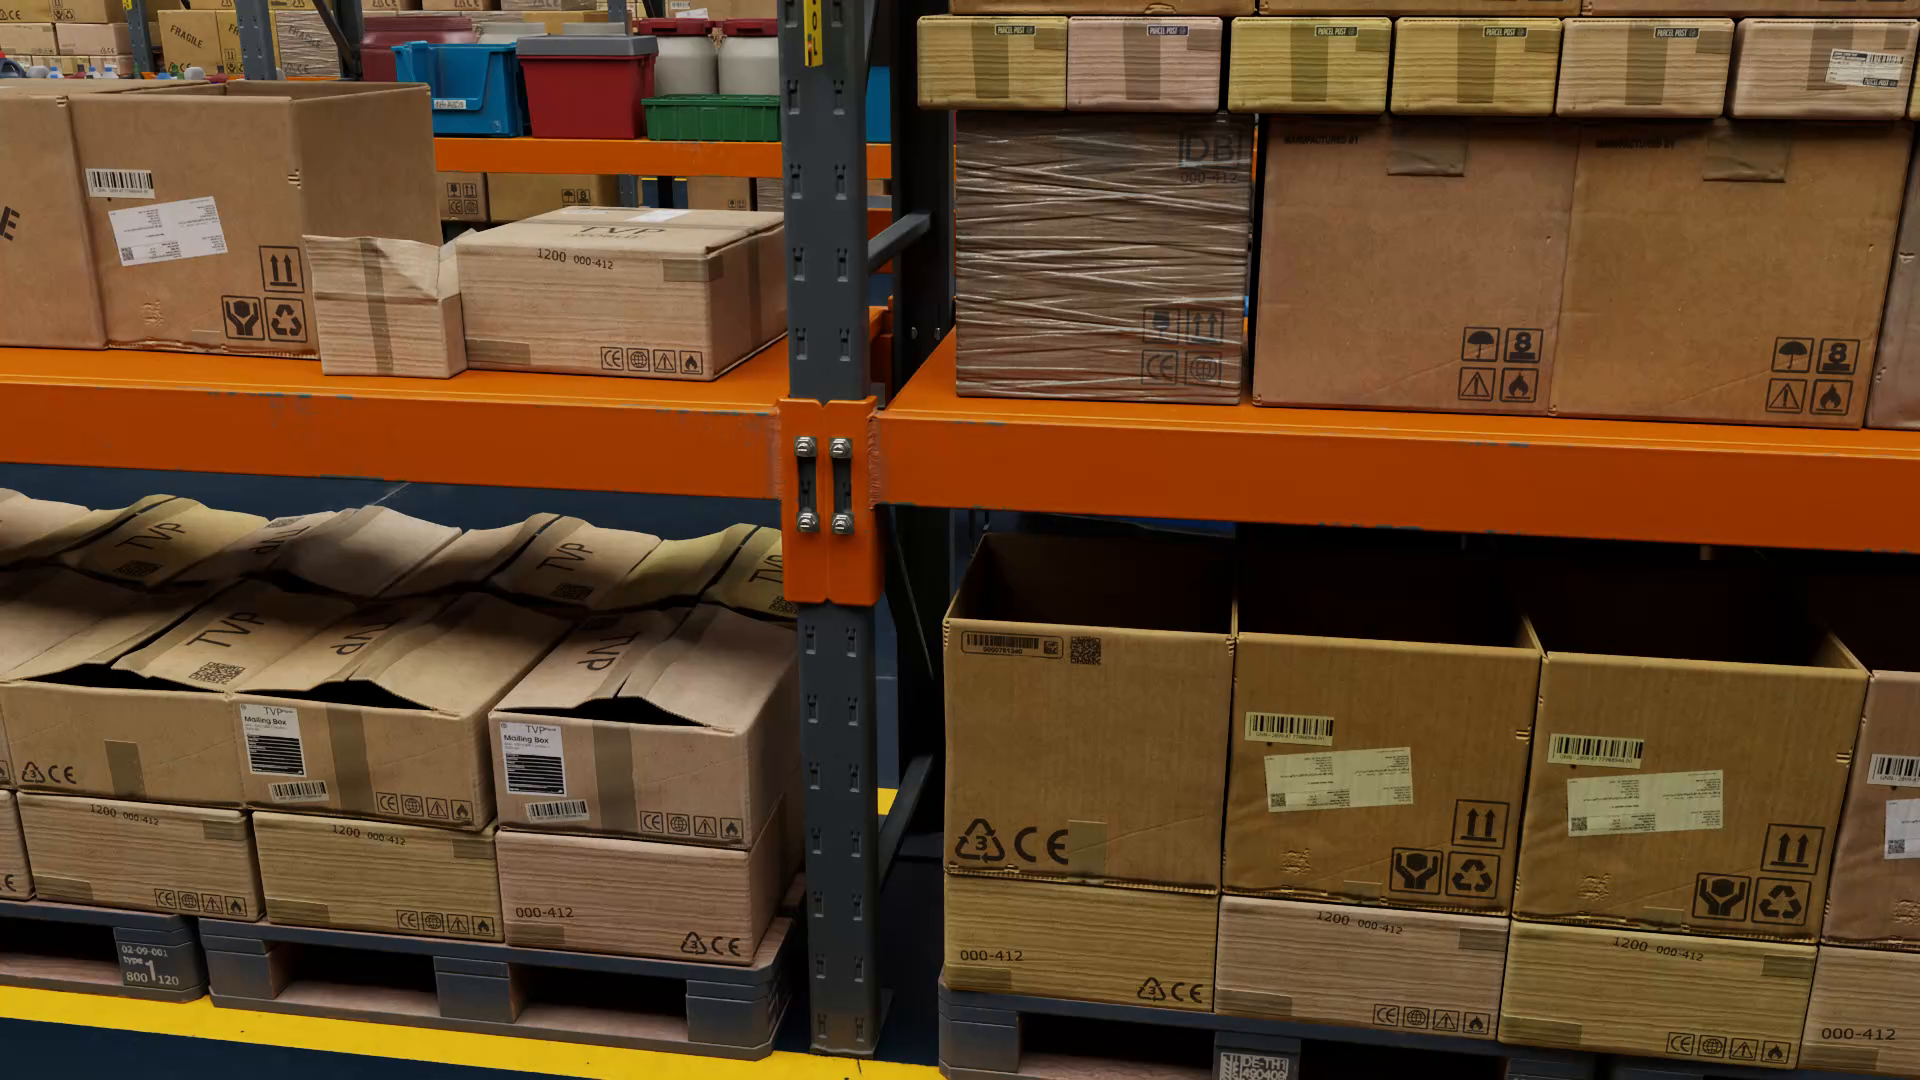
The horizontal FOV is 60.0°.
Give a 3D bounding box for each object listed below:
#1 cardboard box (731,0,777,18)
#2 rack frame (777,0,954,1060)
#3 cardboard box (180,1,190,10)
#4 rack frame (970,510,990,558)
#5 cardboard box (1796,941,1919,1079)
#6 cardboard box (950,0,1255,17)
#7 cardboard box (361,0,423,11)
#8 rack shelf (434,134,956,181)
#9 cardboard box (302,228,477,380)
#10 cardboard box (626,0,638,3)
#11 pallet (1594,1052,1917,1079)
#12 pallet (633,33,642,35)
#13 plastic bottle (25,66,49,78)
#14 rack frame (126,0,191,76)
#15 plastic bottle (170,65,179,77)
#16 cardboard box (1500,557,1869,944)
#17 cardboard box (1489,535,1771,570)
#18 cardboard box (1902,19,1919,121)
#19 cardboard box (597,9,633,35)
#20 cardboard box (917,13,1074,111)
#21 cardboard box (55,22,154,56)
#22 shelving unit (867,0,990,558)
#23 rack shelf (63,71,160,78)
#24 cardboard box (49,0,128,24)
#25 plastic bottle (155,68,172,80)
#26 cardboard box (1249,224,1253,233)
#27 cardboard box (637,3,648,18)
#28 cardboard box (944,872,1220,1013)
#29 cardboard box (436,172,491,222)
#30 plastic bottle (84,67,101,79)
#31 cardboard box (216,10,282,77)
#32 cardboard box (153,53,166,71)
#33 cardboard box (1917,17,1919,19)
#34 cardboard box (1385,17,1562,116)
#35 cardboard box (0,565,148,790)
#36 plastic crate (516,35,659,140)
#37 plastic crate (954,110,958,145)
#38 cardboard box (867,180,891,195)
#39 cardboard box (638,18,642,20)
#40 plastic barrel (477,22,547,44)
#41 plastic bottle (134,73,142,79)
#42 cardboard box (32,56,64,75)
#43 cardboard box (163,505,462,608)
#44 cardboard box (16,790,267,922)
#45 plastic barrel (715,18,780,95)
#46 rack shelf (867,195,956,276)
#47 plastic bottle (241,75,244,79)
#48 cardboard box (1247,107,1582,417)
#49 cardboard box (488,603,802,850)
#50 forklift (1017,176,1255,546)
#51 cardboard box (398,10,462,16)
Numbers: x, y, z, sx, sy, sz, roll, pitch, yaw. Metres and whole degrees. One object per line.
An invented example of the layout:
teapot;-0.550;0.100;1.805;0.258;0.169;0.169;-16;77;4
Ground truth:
cardboard box;-1.421;-4.103;13.018;0.500;0.500;0.700;6;19;17
rack frame;-0.153;-0.563;3.258;0.127;3.000;1.000;3;19;9
cardboard box;-8.608;-5.879;18.521;0.500;0.500;0.500;3;19;9
rack frame;0.077;-0.992;5.958;0.015;2.100;0.400;3;19;9
cardboard box;1.737;0.737;3.044;0.500;0.250;0.500;3;19;9
cardboard box;0.286;-1.205;2.975;0.500;0.500;0.700;3;19;9
cardboard box;-4.553;-4.498;13.280;0.637;0.503;0.797;4;19;10
rack shelf;-1.339;-1.874;8.310;4.000;0.370;1.077;3;19;9
cardboard box;-1.050;-0.486;3.240;0.258;0.266;0.396;2;19;7
cardboard box;-3.474;-5.725;17.483;0.250;0.149;0.380;4;19;11
pallet;1.833;0.873;3.360;1.213;0.211;1.003;3;19;9
pallet;-3.602;-5.412;18.053;1.213;0.211;1.003;3;19;9
plastic bottle;-5.059;-2.450;9.093;0.135;0.276;0.152;3;19;9
rack frame;-6.477;-4.069;13.736;0.127;3.000;1.000;3;19;9
plastic bottle;-4.271;-2.428;9.016;0.133;0.283;0.061;3;19;9
cardboard box;1.242;0.358;2.995;0.500;0.500;0.500;3;19;9
cardboard box;1.325;0.194;3.486;0.500;0.500;0.500;3;19;9
cardboard box;1.611;-0.767;2.688;0.250;0.149;0.380;3;19;8
cardboard box;-2.964;-4.025;13.447;0.500;0.500;0.500;3;19;10
cardboard box;0.081;-0.844;2.917;0.250;0.149;0.380;3;19;9
cardboard box;-6.955;-4.079;13.533;0.500;0.250;0.500;3;19;8
shelving unit;-0.163;-1.004;5.995;0.503;2.100;0.431;3;19;9
rack shelf;-8.452;-3.828;14.151;4.000;0.370;1.077;3;19;9
cardboard box;-6.973;-4.434;13.413;0.500;0.500;0.500;3;19;10
plastic bottle;-4.266;-2.396;8.941;0.097;0.271;0.097;0;18;0
cardboard box;2.377;-2.621;12.686;0.500;0.500;0.500;9;21;26
cardboard box;-3.218;-5.571;17.491;0.250;0.149;0.380;3;19;8
cardboard box;0.257;0.660;3.274;0.500;0.250;0.500;3;19;9
cardboard box;-4.085;-3.148;13.670;0.875;0.875;1.225;3;19;9
plastic bottle;-4.712;-2.439;9.067;0.097;0.271;0.097;0;18;0
cardboard box;-5.566;-3.990;13.342;0.500;0.500;0.500;3;19;9
cardboard box;-6.716;-4.069;14.132;0.250;0.149;0.380;3;19;9
cardboard box;1.772;-1.129;2.749;0.500;0.500;0.700;3;19;9
cardboard box;0.843;-0.806;2.804;0.250;0.149;0.380;3;19;8
cardboard box;-2.101;0.269;3.560;0.500;0.311;0.500;3;19;8
plastic crate;-1.766;-2.169;7.957;0.583;0.464;0.402;3;19;9
plastic crate;0.109;-2.073;7.672;0.583;0.464;0.402;3;19;9
cardboard box;-0.752;-2.813;13.229;0.500;0.500;0.700;5;19;13
cardboard box;-3.211;-5.430;17.538;0.250;0.149;0.380;2;19;6
plastic barrel;-2.264;-2.384;8.525;0.421;0.512;0.421;0;18;0
plastic bottle;-4.008;-2.159;8.212;0.133;0.283;0.061;3;19;9
cardboard box;-7.338;-3.888;13.593;0.250;0.149;0.380;3;19;8
cardboard box;-1.526;0.125;3.991;0.500;0.311;0.500;2;19;7
cardboard box;-1.613;0.560;3.573;0.500;0.250;0.500;3;19;10
plastic barrel;-0.998;-2.333;8.333;0.433;0.535;0.433;0;18;0
rack shelf;-0.163;-0.991;5.999;0.480;0.518;0.431;3;19;9
plastic bottle;-3.799;-2.392;8.928;0.097;0.271;0.097;0;18;0
cardboard box;0.808;-0.565;3.108;0.500;0.500;0.700;3;19;8
cardboard box;-0.599;0.345;3.331;0.500;0.311;0.500;3;19;9
forklift;1.770;-1.191;5.243;3.031;2.935;1.130;7;20;19
cardboard box;-4.059;-3.914;13.116;0.500;0.500;0.500;2;19;7
